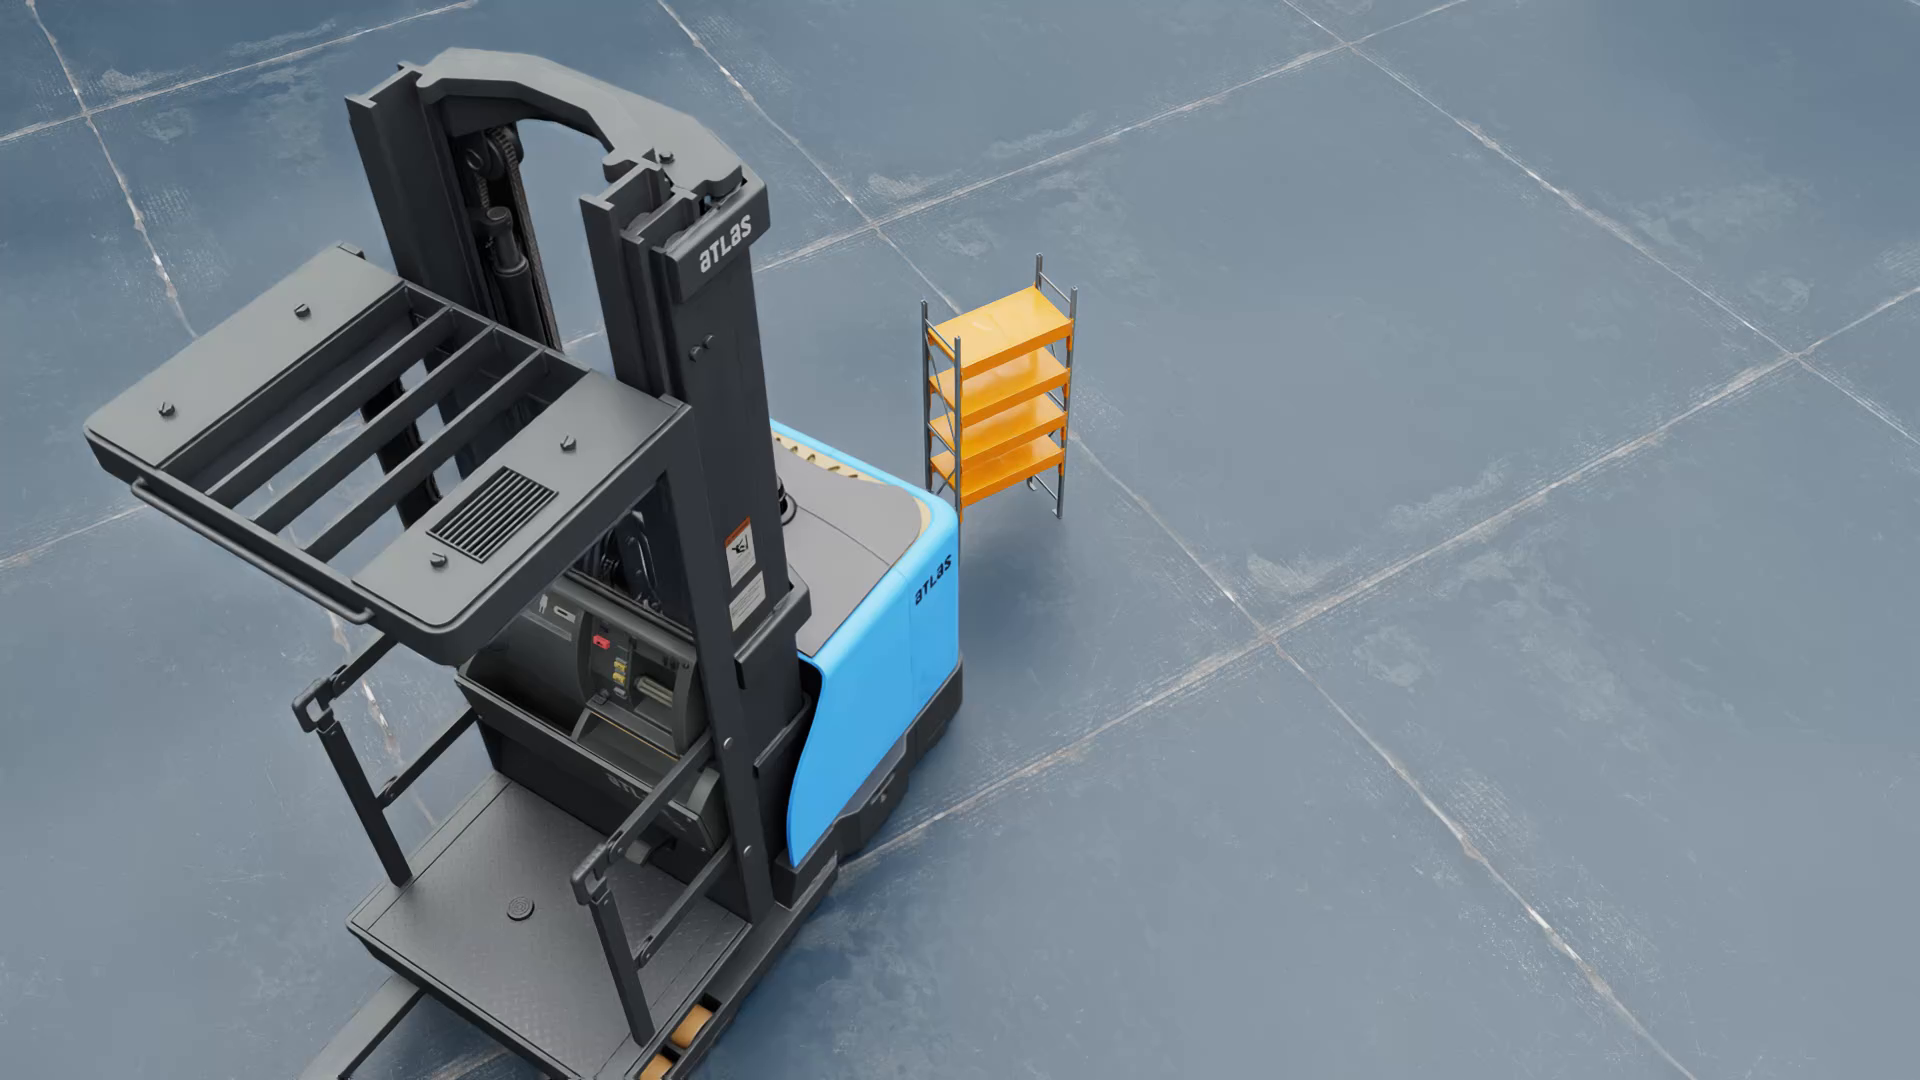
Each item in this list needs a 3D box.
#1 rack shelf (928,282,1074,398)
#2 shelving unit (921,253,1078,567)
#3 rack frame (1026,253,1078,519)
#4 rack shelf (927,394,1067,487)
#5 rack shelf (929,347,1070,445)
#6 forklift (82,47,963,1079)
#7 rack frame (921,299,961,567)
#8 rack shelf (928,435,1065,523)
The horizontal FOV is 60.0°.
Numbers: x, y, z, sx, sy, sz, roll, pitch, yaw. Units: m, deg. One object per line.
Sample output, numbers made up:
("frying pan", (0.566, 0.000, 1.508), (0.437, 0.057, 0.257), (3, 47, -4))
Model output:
("rack shelf", (0.140, -0.726, 6.013), (0.480, 0.148, 0.258), (-25, 53, -21))
("shelving unit", (0.140, -0.465, 6.306), (0.503, 1.200, 0.258), (-25, 53, -21))
("rack frame", (0.346, -0.562, 6.393), (0.015, 1.200, 0.240), (-25, 53, -21))
("rack shelf", (0.140, -0.420, 6.356), (0.480, 0.148, 0.258), (-25, 53, -21))
("rack shelf", (0.140, -0.569, 6.189), (0.480, 0.148, 0.258), (-25, 53, -21))
("forklift", (-1.206, 0.367, 4.406), (1.130, 2.935, 3.031), (25, 53, 21))
("rack frame", (-0.066, -0.368, 6.219), (0.015, 1.200, 0.240), (-25, 53, -21))
("rack shelf", (0.140, -0.288, 6.504), (0.480, 0.148, 0.258), (-25, 53, -21))
